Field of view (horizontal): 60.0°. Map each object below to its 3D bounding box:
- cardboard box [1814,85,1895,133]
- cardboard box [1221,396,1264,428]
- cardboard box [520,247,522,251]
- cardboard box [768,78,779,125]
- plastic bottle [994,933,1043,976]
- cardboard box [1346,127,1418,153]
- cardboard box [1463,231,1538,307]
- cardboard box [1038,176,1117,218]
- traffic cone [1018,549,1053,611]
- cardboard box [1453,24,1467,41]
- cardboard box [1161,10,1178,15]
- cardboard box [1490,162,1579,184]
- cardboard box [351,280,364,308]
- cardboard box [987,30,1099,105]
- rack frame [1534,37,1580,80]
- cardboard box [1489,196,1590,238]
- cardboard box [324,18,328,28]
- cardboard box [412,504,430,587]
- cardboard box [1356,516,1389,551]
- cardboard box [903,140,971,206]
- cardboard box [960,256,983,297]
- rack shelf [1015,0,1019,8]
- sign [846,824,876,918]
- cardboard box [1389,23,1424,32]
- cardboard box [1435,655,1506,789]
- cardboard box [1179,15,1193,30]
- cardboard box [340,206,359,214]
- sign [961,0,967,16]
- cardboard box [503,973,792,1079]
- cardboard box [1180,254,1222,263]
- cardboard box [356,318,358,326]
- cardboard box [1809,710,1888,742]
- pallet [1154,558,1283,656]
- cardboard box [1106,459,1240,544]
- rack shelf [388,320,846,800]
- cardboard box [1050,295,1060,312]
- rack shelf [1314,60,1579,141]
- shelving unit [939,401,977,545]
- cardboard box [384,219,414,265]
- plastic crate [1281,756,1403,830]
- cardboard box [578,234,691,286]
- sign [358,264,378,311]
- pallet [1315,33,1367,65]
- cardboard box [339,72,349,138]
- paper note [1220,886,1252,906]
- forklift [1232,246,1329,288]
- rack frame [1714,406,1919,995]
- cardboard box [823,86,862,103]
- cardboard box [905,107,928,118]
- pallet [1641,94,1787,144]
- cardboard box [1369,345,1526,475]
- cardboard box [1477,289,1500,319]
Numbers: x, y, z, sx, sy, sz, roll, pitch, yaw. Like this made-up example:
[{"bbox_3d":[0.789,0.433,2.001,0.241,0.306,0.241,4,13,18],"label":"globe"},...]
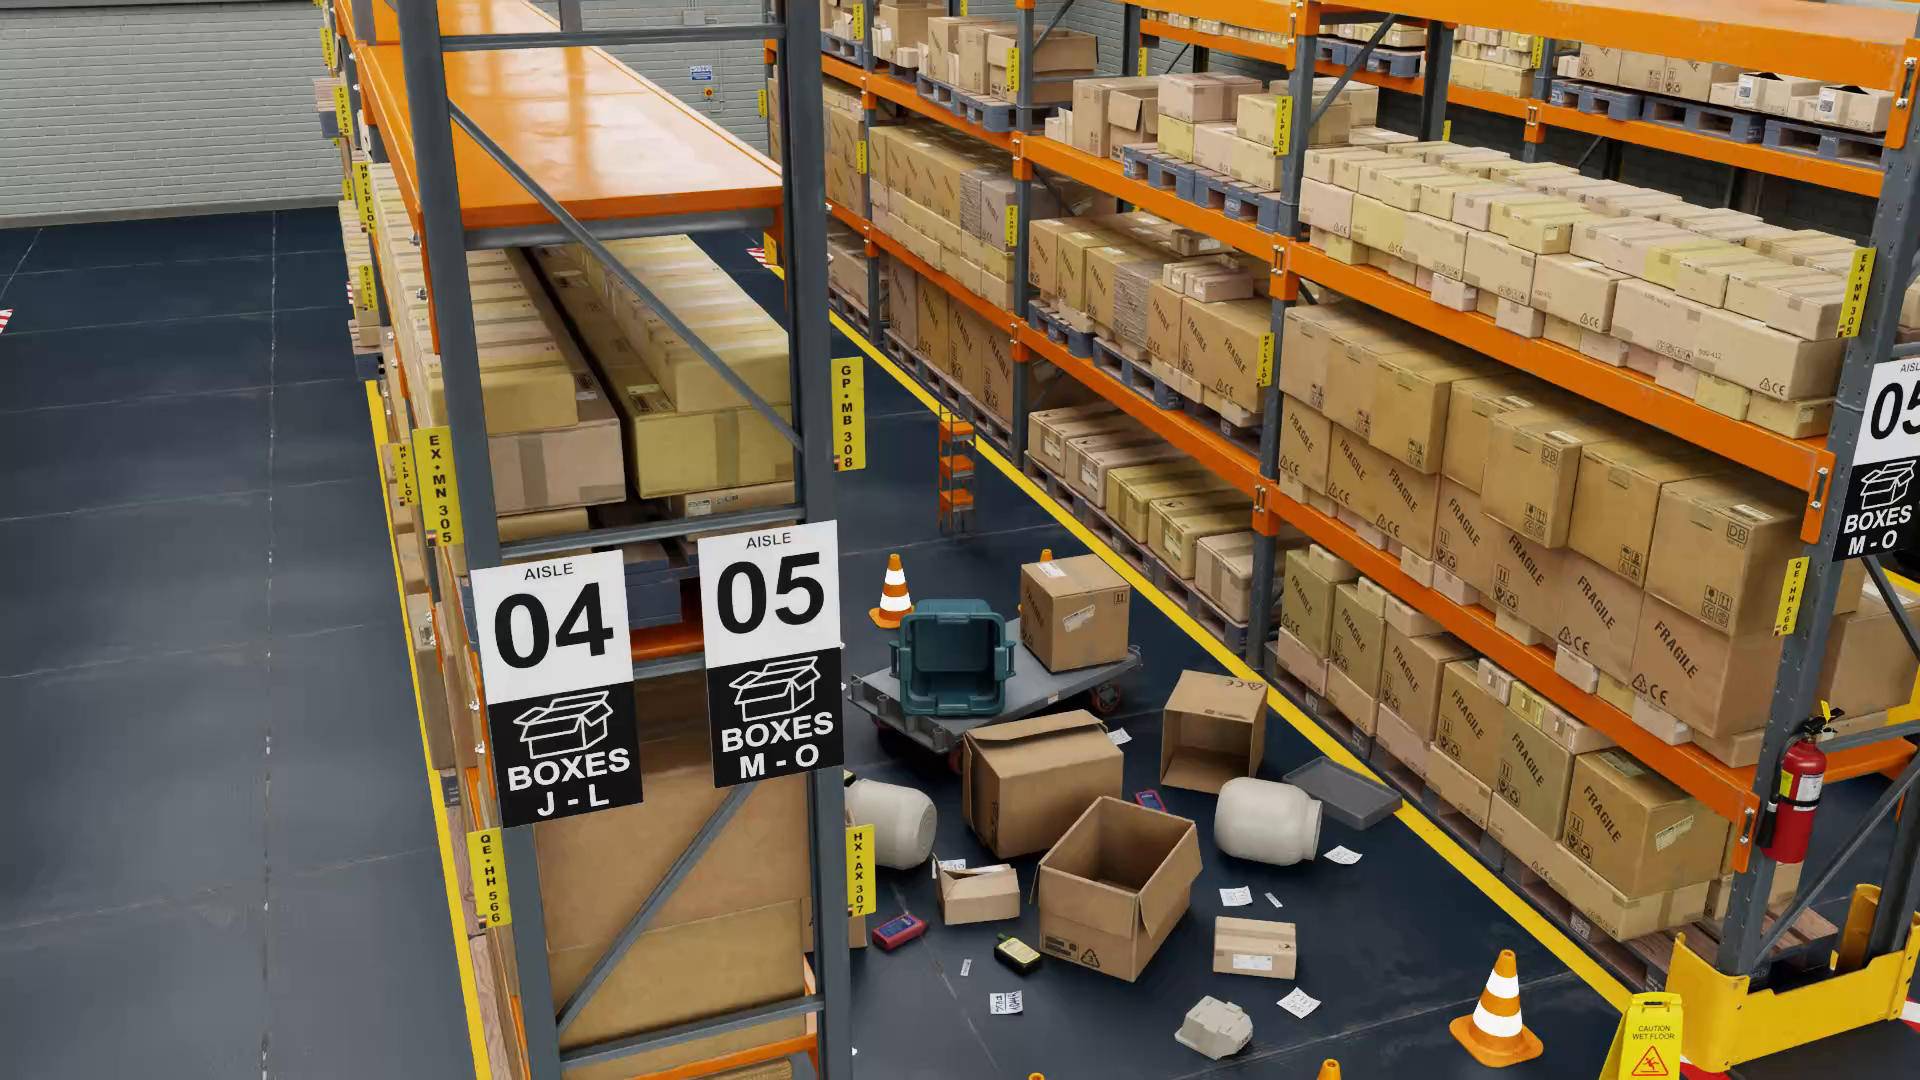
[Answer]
[{"bbox_3d":[6.504,-3.115,11.861,0.500,0.311,0.500,-9,25,-21],"label":"cardboard box"},{"bbox_3d":[1.906,-0.849,10.684,0.380,0.149,0.250,-8,24,-18],"label":"cardboard box"},{"bbox_3d":[-1.657,-1.268,7.176,0.500,0.250,0.500,-8,24,-19],"label":"cardboard box"},{"bbox_3d":[-1.990,-5.275,19.988,0.500,0.500,0.500,-9,24,-20],"label":"cardboard box"},{"bbox_3d":[0.257,1.980,7.975,0.133,0.061,0.283,-18,29,-37],"label":"plastic bottle"},{"bbox_3d":[2.514,-2.396,10.363,0.500,0.250,0.500,-9,24,-20],"label":"cardboard box"},{"bbox_3d":[2.781,-1.322,7.972,0.500,0.250,0.500,-8,24,-18],"label":"cardboard box"},{"bbox_3d":[0.987,-2.795,14.103,0.500,0.500,0.500,-9,25,-21],"label":"cardboard box"},{"bbox_3d":[0.598,0.289,11.470,0.336,0.463,0.334,-8,24,-19],"label":"traffic cone"},{"bbox_3d":[4.810,-4.856,15.844,0.380,0.149,0.250,-9,24,-20],"label":"cardboard box"},{"bbox_3d":[2.849,-6.734,20.813,0.500,0.250,0.500,-8,24,-18],"label":"cardboard box"},{"bbox_3d":[3.048,-1.904,8.839,0.380,0.149,0.250,-8,24,-17],"label":"cardboard box"},{"bbox_3d":[-4.265,-1.827,12.238,0.380,0.149,0.250,-9,25,-21],"label":"cardboard box"},{"bbox_3d":[0.658,-3.815,13.404,0.797,0.503,0.637,-10,25,-22],"label":"cardboard box"},{"bbox_3d":[5.575,-5.522,14.266,1.000,3.000,0.127,-8,24,-19],"label":"rack frame"},{"bbox_3d":[2.778,-1.543,7.984,0.380,0.149,0.250,-8,24,-18],"label":"cardboard box"},{"bbox_3d":[-6.044,-5.056,16.572,0.500,0.250,0.500,-9,25,-21],"label":"cardboard box"},{"bbox_3d":[-2.684,-0.105,9.008,0.500,0.500,0.500,-8,24,-19],"label":"cardboard box"},{"bbox_3d":[2.472,-0.076,9.392,0.380,0.149,0.250,-8,24,-17],"label":"cardboard box"},{"bbox_3d":[-0.213,-3.473,15.711,0.500,0.500,0.500,-9,24,-20],"label":"cardboard box"},{"bbox_3d":[0.316,-2.338,14.628,0.500,0.250,0.500,-8,24,-18],"label":"cardboard box"},{"bbox_3d":[0.226,-5.051,14.588,1.077,0.370,4.000,-8,24,-19],"label":"rack shelf"},{"bbox_3d":[-0.315,1.038,5.209,0.100,0.325,0.005,-8,24,-19],"label":"sign"},{"bbox_3d":[4.456,-5.134,16.478,0.380,0.149,0.250,-8,24,-19],"label":"cardboard box"},{"bbox_3d":[2.873,0.931,8.714,0.500,0.500,0.500,-9,24,-20],"label":"cardboard box"},{"bbox_3d":[2.927,-6.397,20.527,0.380,0.149,0.250,-8,24,-19],"label":"cardboard box"},{"bbox_3d":[-5.262,-2.858,14.686,0.380,0.149,0.250,-8,24,-18],"label":"cardboard box"},{"bbox_3d":[0.024,-5.372,16.701,0.100,0.325,0.005,-8,24,-19],"label":"sign"},{"bbox_3d":[-1.138,2.096,6.111,0.875,0.875,0.875,-8,24,-19],"label":"cardboard box"},{"bbox_3d":[1.917,-1.757,12.004,0.500,0.500,0.500,-9,25,-21],"label":"cardboard box"},{"bbox_3d":[-4.444,-1.737,12.792,0.380,0.149,0.250,-8,24,-18],"label":"cardboard box"},{"bbox_3d":[3.832,0.795,7.324,0.380,0.149,0.250,-8,24,-19],"label":"cardboard box"},{"bbox_3d":[2.069,0.380,11.576,1.003,0.211,1.213,-8,24,-19],"label":"pallet"},{"bbox_3d":[1.654,-0.308,12.461,0.950,0.372,0.625,-8,24,-17],"label":"cardboard box"},{"bbox_3d":[-1.543,-0.230,6.498,1.077,0.370,4.000,-8,24,-19],"label":"rack shelf"},{"bbox_3d":[0.942,-1.902,13.184,0.380,0.149,0.250,-10,25,-22],"label":"cardboard box"},{"bbox_3d":[4.868,-4.535,16.712,1.077,0.370,4.000,-8,24,-19],"label":"rack shelf"},{"bbox_3d":[-0.019,-0.503,12.592,0.215,1.050,0.252,-8,24,-19],"label":"shelving unit"},{"bbox_3d":[-1.988,-1.138,6.354,0.380,0.149,0.250,-8,24,-19],"label":"cardboard box"},{"bbox_3d":[2.133,1.406,9.310,0.402,0.080,0.583,-18,29,-37],"label":"plastic crate"},{"bbox_3d":[-1.195,-1.046,6.135,0.380,0.149,0.250,-8,24,-18],"label":"cardboard box"},{"bbox_3d":[-4.167,-1.779,11.719,0.100,0.325,0.005,-8,24,-19],"label":"sign"},{"bbox_3d":[4.327,-5.260,17.748,1.213,0.211,1.003,-8,24,-19],"label":"pallet"},{"bbox_3d":[-4.464,-3.323,12.780,0.500,0.500,0.500,-8,24,-19],"label":"cardboard box"},{"bbox_3d":[1.403,1.805,8.442,0.148,0.019,0.142,0,23,-1],"label":"paper note"},{"bbox_3d":[2.814,-2.091,13.938,1.130,2.935,3.031,-9,24,-20],"label":"forklift"},{"bbox_3d":[3.759,0.831,6.915,1.000,3.000,0.127,-8,24,-19],"label":"rack frame"},{"bbox_3d":[-1.279,-4.876,18.205,0.380,0.149,0.250,-9,24,-20],"label":"cardboard box"},{"bbox_3d":[-0.349,-4.485,17.277,0.380,0.149,0.250,-9,24,-20],"label":"cardboard box"},{"bbox_3d":[6.296,-3.413,13.366,1.003,0.211,1.213,-7,24,-17],"label":"pallet"},{"bbox_3d":[2.610,-0.701,8.753,0.700,0.500,0.500,-9,24,-20],"label":"cardboard box"},{"bbox_3d":[2.771,-1.180,8.149,0.380,0.149,0.250,-8,24,-19],"label":"cardboard box"}]
